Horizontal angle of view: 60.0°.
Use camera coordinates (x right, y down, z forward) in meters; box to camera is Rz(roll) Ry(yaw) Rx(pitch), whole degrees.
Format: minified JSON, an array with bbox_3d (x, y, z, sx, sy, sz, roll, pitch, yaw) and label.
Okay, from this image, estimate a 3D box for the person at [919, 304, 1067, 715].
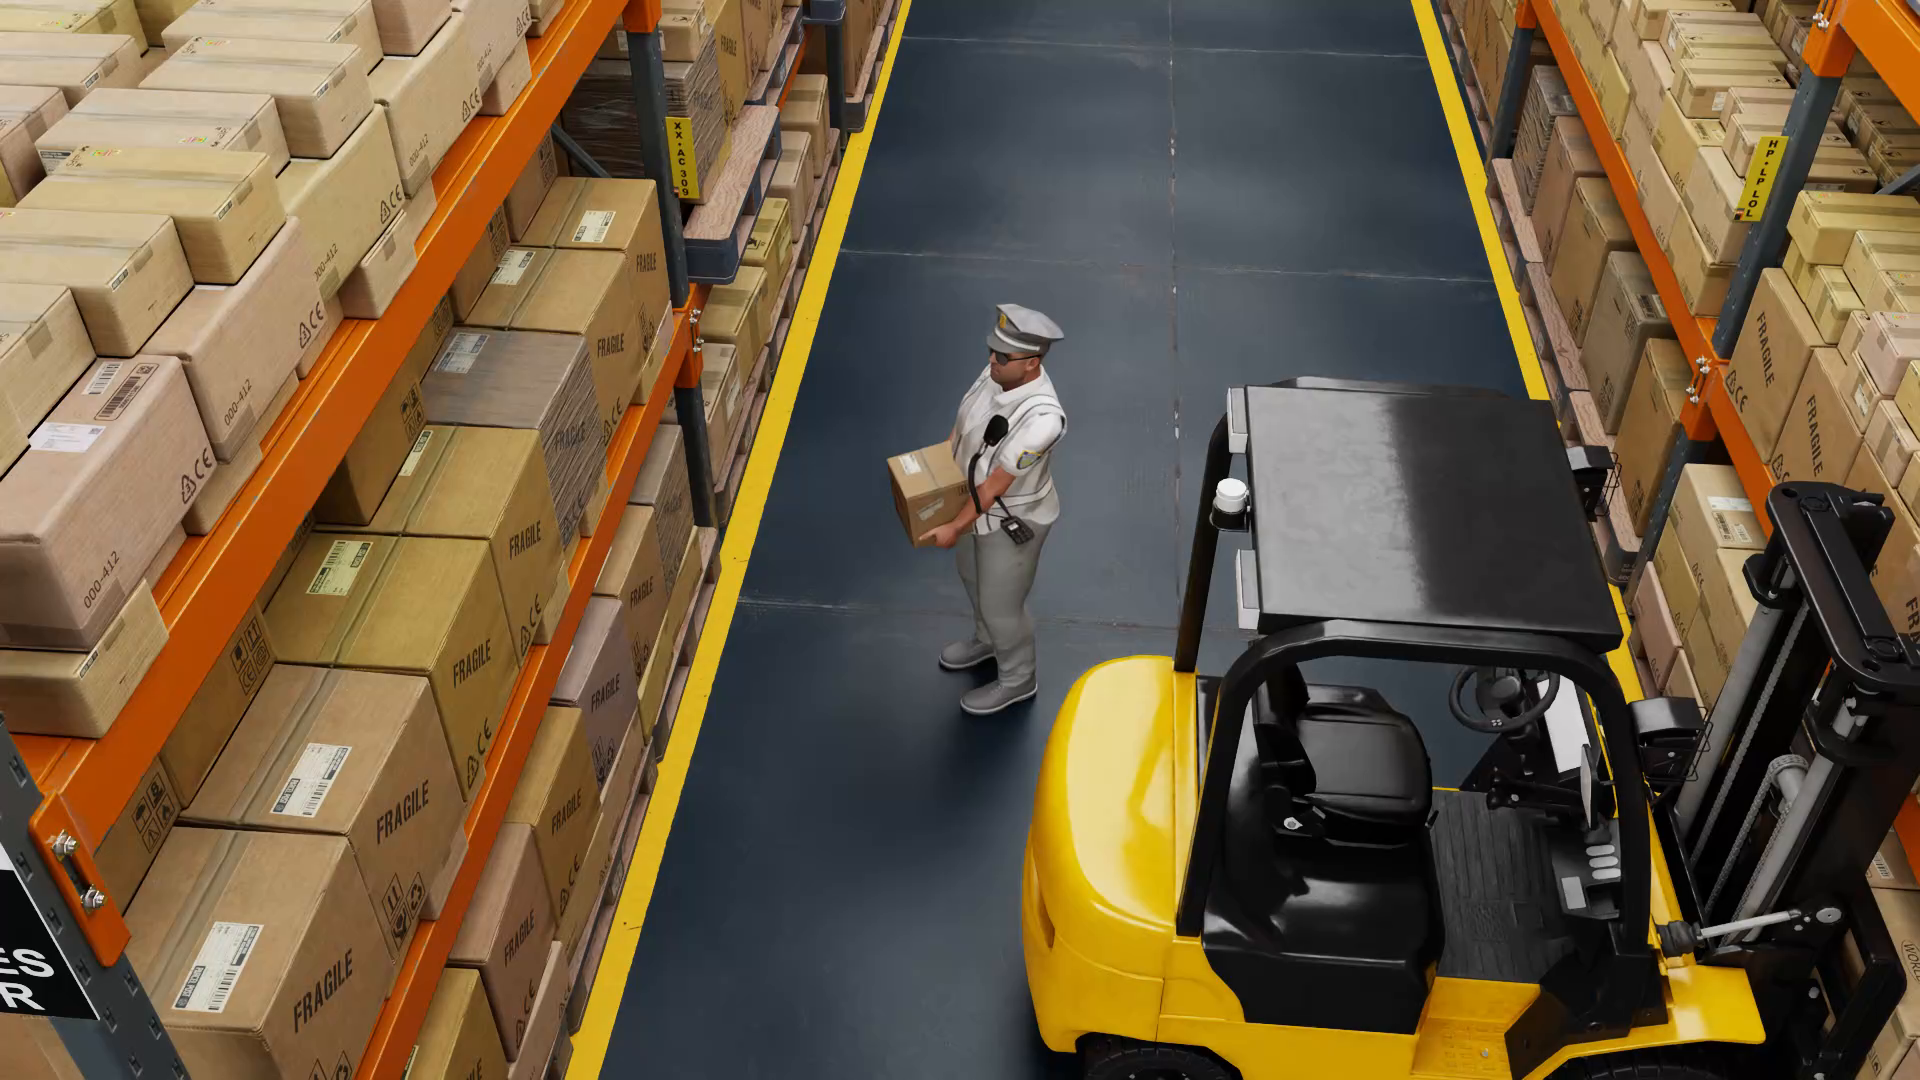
[{"bbox_3d":[0.080,-0.094,6.257,0.563,1.762,0.494,-12,41,-14],"label":"person"}]
